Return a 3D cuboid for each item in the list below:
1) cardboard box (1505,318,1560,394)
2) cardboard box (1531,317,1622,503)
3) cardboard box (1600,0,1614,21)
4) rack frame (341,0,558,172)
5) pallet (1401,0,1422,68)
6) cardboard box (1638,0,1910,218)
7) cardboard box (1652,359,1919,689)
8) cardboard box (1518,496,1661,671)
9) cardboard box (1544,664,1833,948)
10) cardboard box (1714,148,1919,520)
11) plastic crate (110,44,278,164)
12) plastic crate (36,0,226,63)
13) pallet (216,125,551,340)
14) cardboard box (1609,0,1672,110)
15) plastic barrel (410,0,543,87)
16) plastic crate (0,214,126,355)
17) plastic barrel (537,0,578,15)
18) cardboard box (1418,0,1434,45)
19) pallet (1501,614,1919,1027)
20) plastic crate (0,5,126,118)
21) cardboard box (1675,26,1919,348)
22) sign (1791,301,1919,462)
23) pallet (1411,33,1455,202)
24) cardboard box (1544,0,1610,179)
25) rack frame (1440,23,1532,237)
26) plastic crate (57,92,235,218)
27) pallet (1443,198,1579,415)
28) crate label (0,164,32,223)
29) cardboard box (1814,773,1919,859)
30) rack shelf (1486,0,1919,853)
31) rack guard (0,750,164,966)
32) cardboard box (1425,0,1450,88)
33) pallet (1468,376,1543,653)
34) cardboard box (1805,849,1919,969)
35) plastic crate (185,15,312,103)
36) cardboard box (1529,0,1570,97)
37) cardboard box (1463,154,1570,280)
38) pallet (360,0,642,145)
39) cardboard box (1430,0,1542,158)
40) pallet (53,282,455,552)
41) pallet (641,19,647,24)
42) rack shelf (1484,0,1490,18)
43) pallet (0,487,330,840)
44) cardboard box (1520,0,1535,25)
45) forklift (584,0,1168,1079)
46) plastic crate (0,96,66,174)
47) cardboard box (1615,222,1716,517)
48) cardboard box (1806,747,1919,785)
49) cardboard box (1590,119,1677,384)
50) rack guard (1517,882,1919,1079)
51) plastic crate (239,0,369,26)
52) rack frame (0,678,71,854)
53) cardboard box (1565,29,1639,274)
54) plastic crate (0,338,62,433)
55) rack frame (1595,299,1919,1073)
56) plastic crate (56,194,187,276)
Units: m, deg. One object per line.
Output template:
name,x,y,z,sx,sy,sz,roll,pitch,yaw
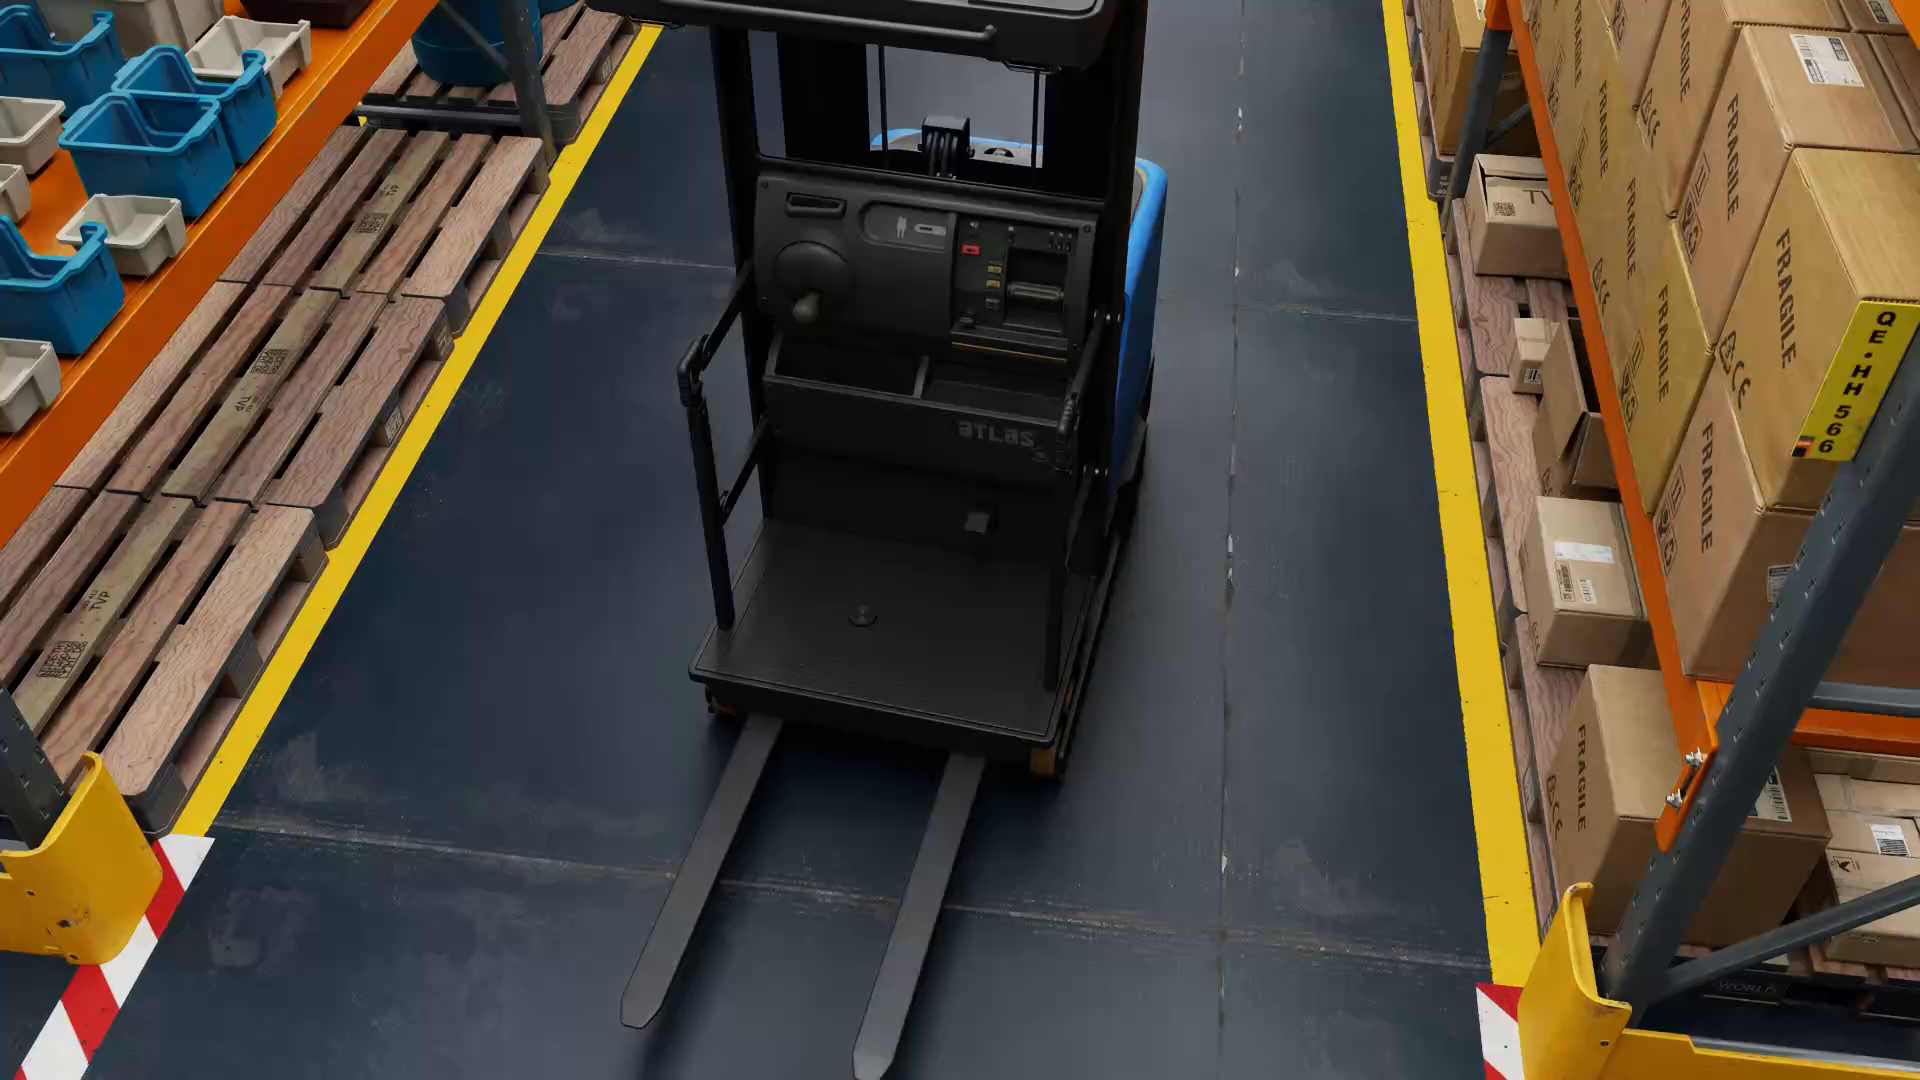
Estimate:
cardboard box,2.193,-0.660,6.006,0.380,0.166,0.250,5,44,6
cardboard box,2.324,-0.358,5.443,0.797,0.503,0.637,5,44,6
cardboard box,2.090,-1.788,4.657,0.500,0.500,0.500,4,44,4
rack frame,-2.342,-2.839,6.566,1.000,3.000,0.127,5,44,6
pallet,2.796,-2.765,8.517,1.003,0.211,1.213,5,44,6
cardboard box,1.955,-1.086,3.915,0.500,0.500,0.500,6,44,7
cardboard box,1.828,-0.026,3.523,0.500,0.500,0.500,6,44,7
cardboard box,2.022,0.141,5.099,0.500,0.250,0.500,5,44,6
cardboard box,1.866,0.695,4.332,0.500,0.500,0.500,5,44,6
cardboard box,1.825,-0.388,3.178,0.500,0.500,0.500,5,44,5
plastic crate,-2.298,-1.314,5.034,0.416,0.233,0.300,5,44,6
plastic crate,-2.727,-1.794,5.505,0.437,0.282,0.530,5,44,6
pallet,-2.401,-1.322,6.992,1.003,0.211,1.213,5,44,6
cardboard box,2.023,-1.436,4.285,0.500,0.500,0.500,6,44,7
plastic barrel,-2.253,-2.599,7.533,0.600,0.901,0.708,5,44,6
plastic crate,-2.425,-0.661,4.344,0.416,0.233,0.300,5,44,6
plastic barrel,-2.160,-3.081,8.043,0.600,0.901,0.708,5,44,6
cardboard box,2.489,-2.678,7.895,0.500,0.500,0.500,6,44,6
pallet,2.153,0.758,4.797,1.003,0.211,1.213,5,44,6
plastic crate,-2.854,-1.497,5.227,0.416,0.233,0.300,5,44,6
cardboard box,1.891,-0.732,3.541,0.500,0.500,0.500,6,44,7
sign,1.491,-0.259,2.770,0.100,0.325,0.005,5,44,6
pallet,2.637,-1.931,7.636,1.003,0.211,1.213,5,44,6
cardboard box,2.097,-1.410,4.984,0.500,0.500,0.500,5,44,5
rack frame,2.567,-2.386,6.088,1.000,3.000,0.127,5,44,6
plastic crate,-2.338,-1.109,4.818,0.416,0.233,0.300,5,44,6
pallet,2.476,-0.905,6.553,1.003,0.211,1.213,5,44,6
crate label,-2.877,-0.999,4.772,0.396,0.136,0.243,5,44,6
cardboard box,2.468,0.785,4.480,0.380,0.166,0.250,5,44,6
rack shelf,2.303,-0.762,4.896,1.077,0.370,4.000,5,44,6
rack guard,-2.861,0.813,4.528,1.175,0.500,0.348,5,44,6
cardboard box,2.422,-2.337,7.534,0.500,0.500,0.500,5,44,6
pallet,2.317,-0.072,5.672,1.003,0.211,1.213,5,44,6
cardboard box,2.435,0.961,4.306,0.380,0.149,0.250,5,44,6
plastic crate,-2.274,-1.551,5.354,0.293,0.136,0.466,5,44,6
cardboard box,2.165,-1.750,5.344,0.500,0.500,0.500,6,44,6
cardboard box,2.297,-1.303,6.580,0.500,0.311,0.500,5,44,6
pallet,-2.199,-2.348,8.077,1.003,0.211,1.213,5,44,6
cardboard box,2.348,-2.000,7.179,0.500,0.500,0.500,5,44,5
pallet,-2.560,-0.488,6.112,1.003,0.211,1.213,5,44,6
pallet,-2.040,-3.182,8.957,1.003,0.211,1.213,5,44,6
rack shelf,2.832,-3.488,7.775,1.077,0.370,4.000,5,44,6
pallet,-2.723,0.341,5.236,1.003,0.211,1.213,5,44,6
cardboard box,2.230,-2.100,5.713,0.500,0.500,0.500,6,44,7
forklift,-0.153,-0.648,4.302,1.130,2.935,3.031,10,44,10
plastic crate,-2.857,-1.203,4.987,0.298,0.136,0.250,5,44,6
cardboard box,1.893,-0.380,3.897,0.500,0.500,0.500,6,44,6
cardboard box,2.458,0.493,4.727,0.500,0.250,0.500,5,44,6
cardboard box,1.964,-0.720,4.256,0.500,0.500,0.500,6,44,6
rack guard,2.049,1.196,4.123,1.175,0.500,0.348,5,44,6
plastic crate,-2.224,-1.973,5.809,0.437,0.125,0.590,5,44,6
rack frame,-2.871,-0.113,3.687,1.000,3.000,0.127,5,44,6
cardboard box,2.031,-1.063,4.618,0.500,0.500,0.500,5,44,5
plastic crate,-2.387,-0.388,4.126,0.250,0.136,0.298,5,44,6
rack frame,2.039,0.340,3.209,1.000,3.000,0.127,5,44,6
plastic crate,-2.298,-0.850,4.615,0.250,0.136,0.298,5,44,6
